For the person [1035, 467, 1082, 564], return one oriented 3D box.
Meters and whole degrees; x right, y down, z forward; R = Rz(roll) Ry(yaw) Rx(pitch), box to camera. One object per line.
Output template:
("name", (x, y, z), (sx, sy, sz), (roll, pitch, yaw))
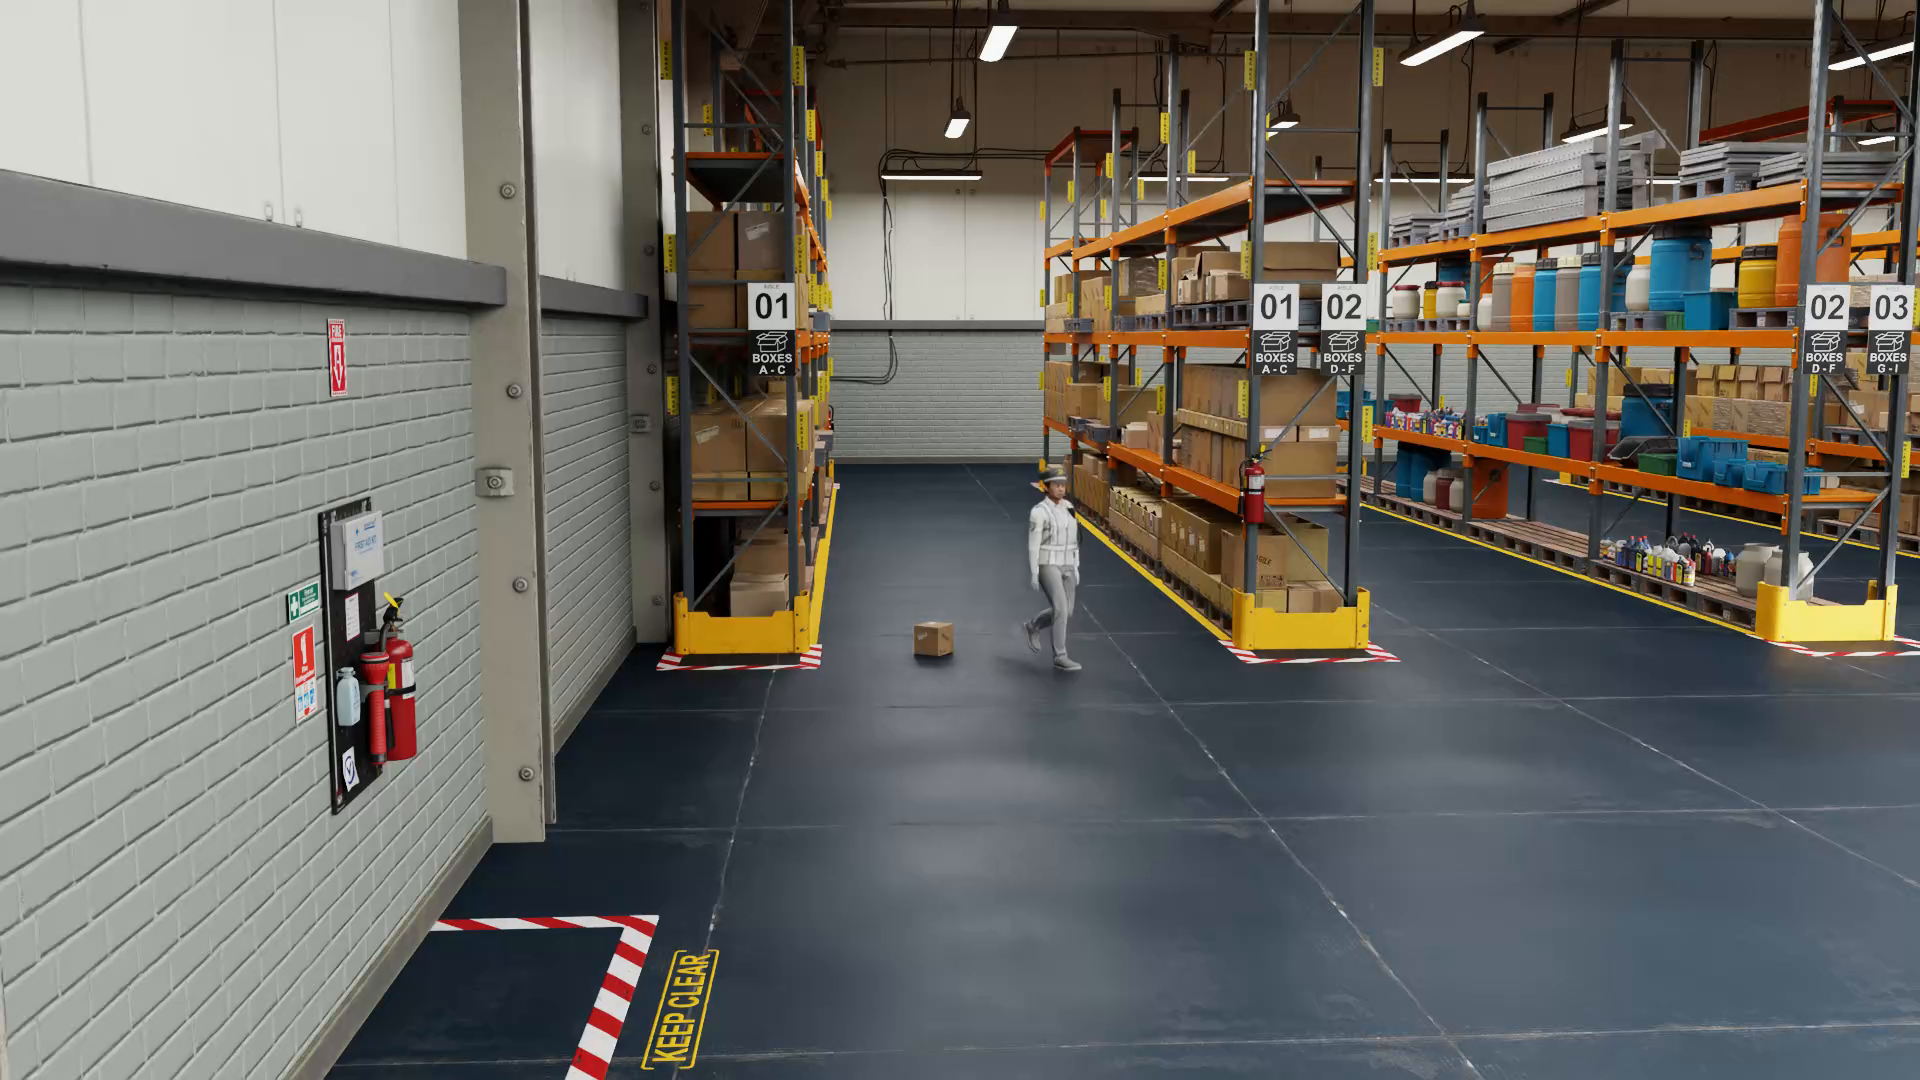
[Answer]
("person", (0.798, -0.189, 13.664), (0.367, 0.828, 0.329), (-6, 9, -42))
